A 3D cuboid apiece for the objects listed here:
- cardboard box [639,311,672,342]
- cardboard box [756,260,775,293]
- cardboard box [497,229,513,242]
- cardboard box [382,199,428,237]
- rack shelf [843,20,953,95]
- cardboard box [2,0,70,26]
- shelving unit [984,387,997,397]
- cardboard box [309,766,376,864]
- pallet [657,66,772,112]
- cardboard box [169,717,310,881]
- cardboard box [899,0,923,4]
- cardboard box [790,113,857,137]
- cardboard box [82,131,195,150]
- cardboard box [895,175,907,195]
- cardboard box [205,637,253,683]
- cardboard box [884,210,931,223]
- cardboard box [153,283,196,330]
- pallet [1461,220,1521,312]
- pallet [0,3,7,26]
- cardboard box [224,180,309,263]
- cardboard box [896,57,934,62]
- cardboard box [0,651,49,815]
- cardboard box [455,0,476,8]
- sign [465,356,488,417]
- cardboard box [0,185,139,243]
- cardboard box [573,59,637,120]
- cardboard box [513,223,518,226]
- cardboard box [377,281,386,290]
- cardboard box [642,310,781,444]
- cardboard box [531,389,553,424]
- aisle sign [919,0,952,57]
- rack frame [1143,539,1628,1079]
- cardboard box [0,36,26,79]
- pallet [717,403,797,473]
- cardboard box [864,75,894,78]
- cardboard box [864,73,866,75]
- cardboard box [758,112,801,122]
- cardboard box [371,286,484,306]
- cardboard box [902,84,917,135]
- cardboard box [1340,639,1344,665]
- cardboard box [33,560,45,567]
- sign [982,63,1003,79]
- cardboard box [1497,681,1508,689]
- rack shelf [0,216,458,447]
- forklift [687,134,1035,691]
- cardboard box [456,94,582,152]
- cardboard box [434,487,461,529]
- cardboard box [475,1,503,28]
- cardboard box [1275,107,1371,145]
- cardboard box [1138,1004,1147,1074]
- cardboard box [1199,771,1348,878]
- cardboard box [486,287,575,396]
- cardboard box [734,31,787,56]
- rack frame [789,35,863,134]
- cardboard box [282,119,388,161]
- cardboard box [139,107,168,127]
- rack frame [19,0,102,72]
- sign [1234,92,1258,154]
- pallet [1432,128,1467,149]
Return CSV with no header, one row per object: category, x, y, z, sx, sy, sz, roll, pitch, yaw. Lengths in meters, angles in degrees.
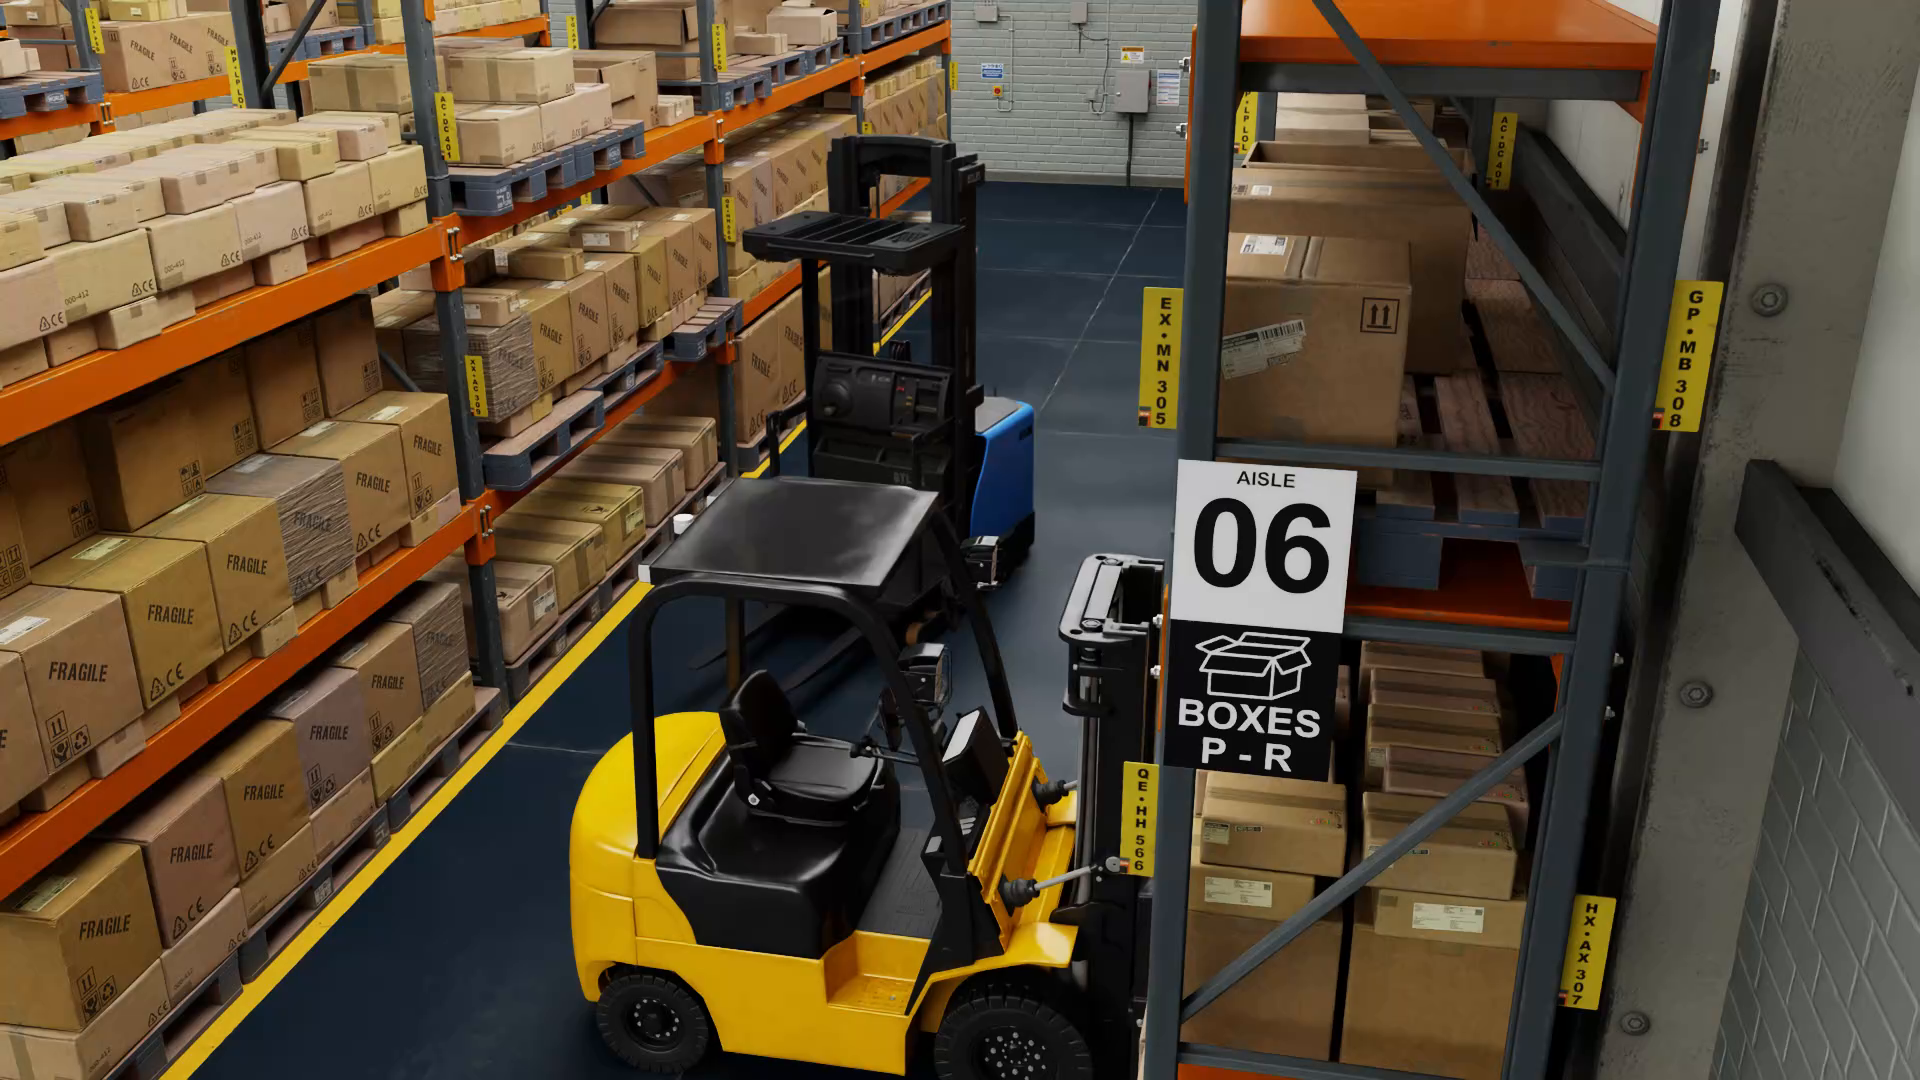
cardboard box,-2.170,-1.448,11.208,0.380,0.149,0.250,5,22,12
cardboard box,-1.806,-2.179,13.450,0.500,0.250,0.500,4,22,9
cardboard box,-5.500,-3.581,19.586,0.380,0.149,0.250,5,22,12
cardboard box,-2.822,-1.573,8.066,0.380,0.149,0.250,5,22,11
rack shelf,-1.016,-5.152,17.579,1.077,0.370,4.000,4,22,11
cardboard box,-7.278,-4.201,13.096,0.396,0.266,0.258,4,22,11
shelving unit,0.114,-0.566,11.853,0.215,1.050,0.252,10,24,24
cardboard box,-3.121,1.261,7.825,0.500,0.250,0.500,5,22,12
pallet,-2.161,-3.443,12.626,1.213,0.211,1.003,6,23,13
cardboard box,-3.220,1.102,7.218,0.500,0.500,0.500,5,22,12
cardboard box,-0.619,-6.011,18.389,0.380,0.149,0.250,3,22,7
cardboard box,-1.269,-3.691,15.530,0.500,0.500,0.500,5,23,13
cardboard box,-3.607,-1.704,7.324,0.380,0.149,0.250,4,22,11
cardboard box,-0.857,-3.926,17.453,0.500,0.500,0.500,5,22,11
cardboard box,-3.235,0.468,7.013,0.380,0.149,0.250,4,22,9
cardboard box,-0.644,-3.583,19.603,0.875,0.438,0.875,4,22,9
cardboard box,-3.213,-0.918,6.439,0.380,0.149,0.250,4,22,9
pallet,1.655,-1.096,6.664,1.003,0.211,1.213,4,22,11
pallet,-10.948,-5.767,18.261,1.003,0.211,1.213,4,22,11
cardboard box,-3.103,-1.345,6.965,0.500,0.250,0.500,4,22,10
cardboard box,-0.513,-5.396,18.895,0.380,0.149,0.250,5,22,12
cardboard box,-3.504,0.689,5.595,0.500,0.500,0.500,4,22,10
cardboard box,-5.644,-5.974,18.188,0.500,0.250,0.500,3,22,9
sign,-2.523,-0.800,8.666,0.100,0.325,0.005,4,22,11
cardboard box,-3.239,-1.187,6.039,0.380,0.149,0.250,5,22,12
cardboard box,-2.523,-2.779,10.586,0.797,0.503,0.637,4,22,11
cardboard box,-5.485,-3.820,19.780,0.380,0.149,0.250,4,22,9
cardboard box,-6.409,-2.834,18.128,0.380,0.149,0.250,5,22,12
cardboard box,-2.018,-1.355,13.486,0.875,0.875,0.875,4,22,10
cardboard box,-2.575,-0.784,9.559,0.380,0.149,0.250,5,22,12
aisle sign,-0.289,-6.034,19.342,0.394,0.787,0.004,4,22,11
rack frame,0.988,1.403,4.355,1.000,3.000,0.127,4,22,11
cardboard box,-7.026,-3.426,11.754,0.500,0.311,0.500,4,22,11
pallet,-2.005,-0.889,13.779,1.003,0.211,1.213,4,22,11
cardboard box,-0.894,-4.741,17.269,0.380,0.149,0.250,4,22,11
cardboard box,-1.230,-5.055,18.049,0.380,0.149,0.250,5,22,11
cardboard box,-1.795,-3.734,15.638,0.500,0.500,0.500,5,22,12
cardboard box,-3.087,-1.184,9.684,0.500,0.500,0.500,5,22,11
cardboard box,-0.759,-4.584,17.747,0.500,0.500,0.500,4,22,11
cardboard box,1.777,0.447,6.594,0.500,0.500,0.500,4,22,9
cardboard box,-3.819,0.256,6.670,0.500,0.500,0.500,4,22,11
sign,0.485,-7.041,24.960,0.327,0.218,0.001,4,22,11
cardboard box,1.643,0.486,5.629,0.380,0.149,0.250,5,23,13
rack shelf,-3.464,-0.763,6.682,1.077,0.370,4.000,4,22,11
forklift,-0.585,-0.882,10.120,1.130,2.935,3.031,10,24,24
cardboard box,-2.442,-2.322,9.228,0.500,0.250,0.500,4,22,10
cardboard box,-2.823,-0.180,8.621,0.380,0.149,0.250,4,22,10
cardboard box,-5.519,-5.934,18.758,0.500,0.250,0.500,5,23,13
cardboard box,1.713,-1.935,8.050,0.500,0.311,0.500,4,22,9
cardboard box,0.875,1.640,5.546,0.500,0.250,0.500,5,22,12
cardboard box,0.854,0.770,4.525,0.380,0.149,0.250,5,22,11
cardboard box,-2.578,-1.149,9.597,0.500,0.500,0.500,5,22,11
cardboard box,-1.663,-4.138,13.848,0.380,0.166,0.250,6,23,15
rack frame,-1.424,-3.363,16.188,1.000,3.000,0.127,4,22,11
cardboard box,-2.885,-1.848,7.682,0.380,0.149,0.250,4,22,10
cardboard box,-10.252,-5.267,20.718,0.500,0.250,0.500,4,22,10
rack frame,-7.106,-5.023,12.280,1.000,3.000,0.127,4,22,11
sign,1.271,-1.875,7.366,0.100,0.325,0.005,4,22,11
pallet,2.344,-2.163,9.446,1.003,0.211,1.213,6,23,13
